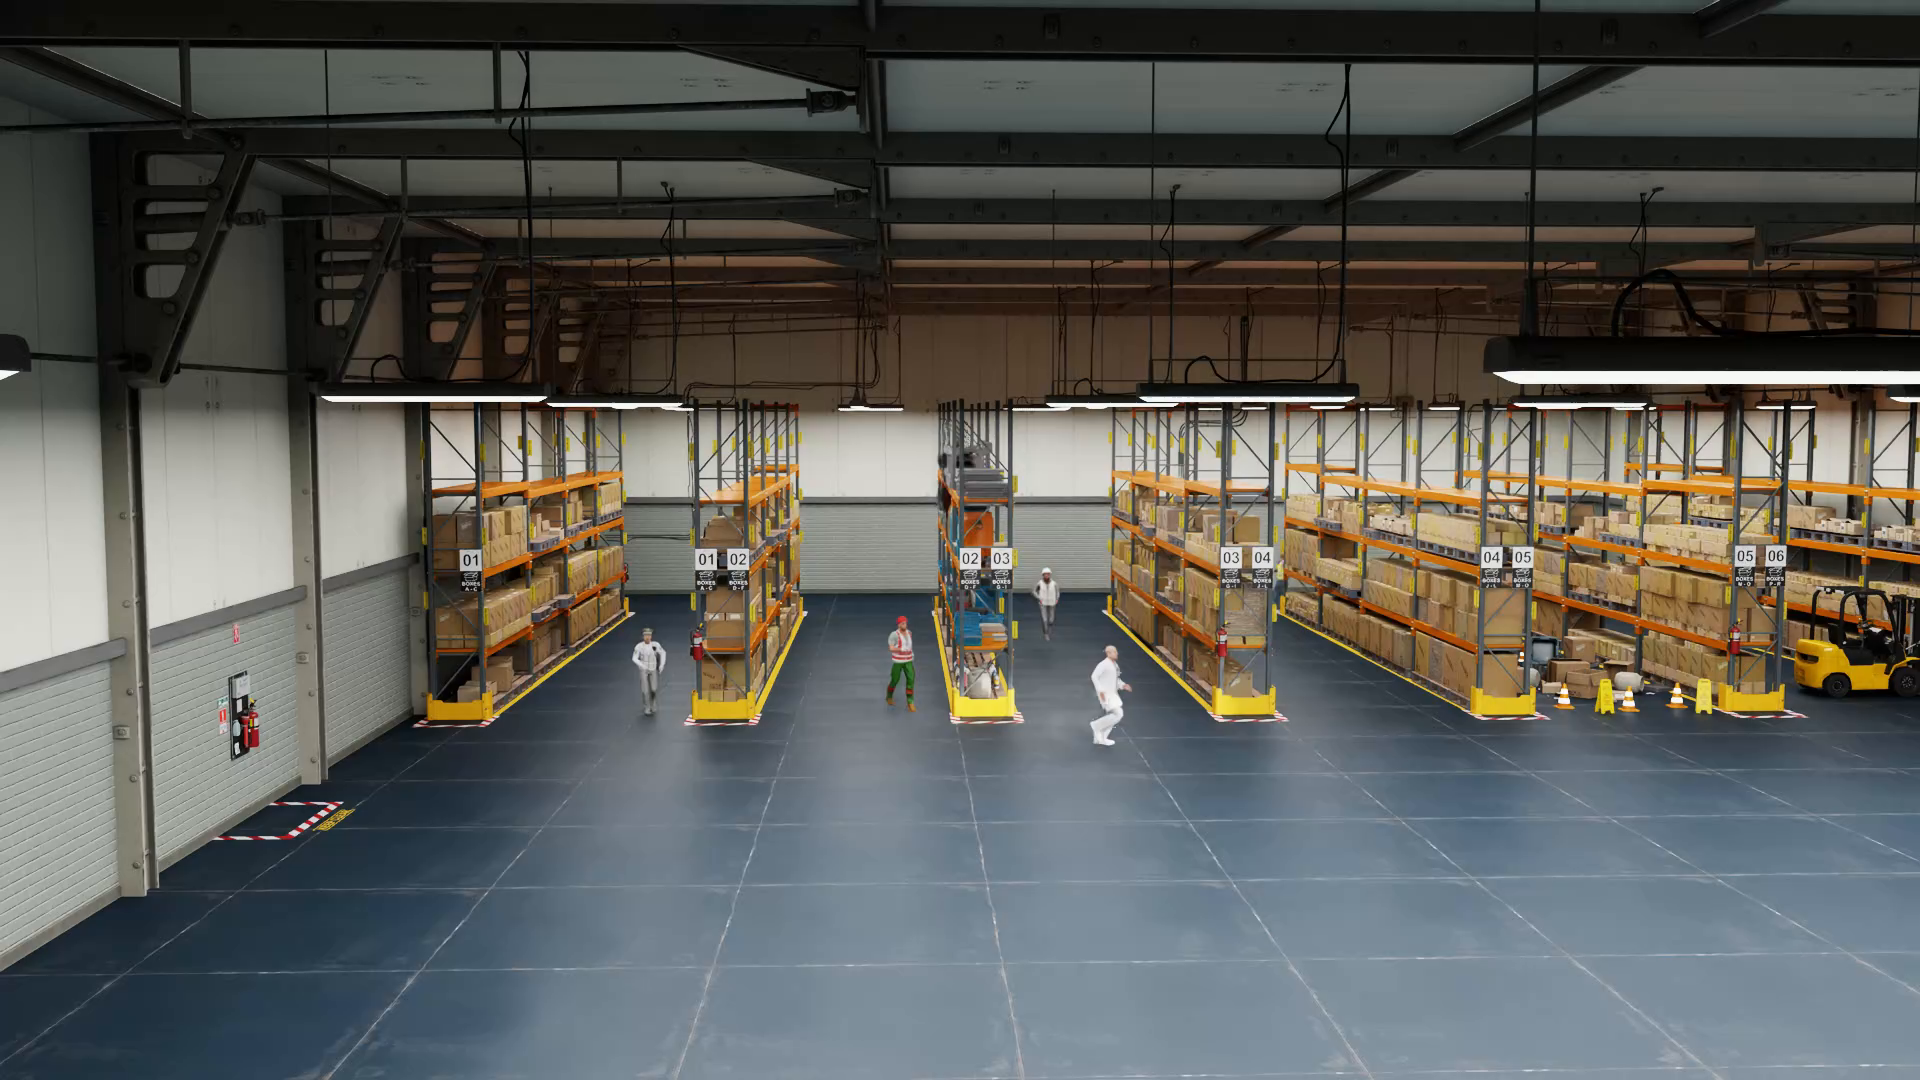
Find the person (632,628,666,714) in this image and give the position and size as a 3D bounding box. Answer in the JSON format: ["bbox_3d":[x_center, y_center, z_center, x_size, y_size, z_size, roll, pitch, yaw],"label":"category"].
[{"bbox_3d":[-5.898,2.489,31.596,0.638,1.654,0.571,-1,4,-14],"label":"person"}]

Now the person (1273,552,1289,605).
[{"bbox_3d":[9.408,1.126,48.845,0.941,1.737,0.758,0,4,6],"label":"person"}]

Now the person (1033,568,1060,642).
[{"bbox_3d":[2.076,1.544,39.940,0.660,1.744,0.599,0,4,-5],"label":"person"}]

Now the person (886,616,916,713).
[{"bbox_3d":[-1.137,2.369,32.109,0.652,1.825,0.904,-3,5,-32],"label":"person"}]

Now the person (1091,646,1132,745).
[{"bbox_3d":[2.612,2.681,28.665,0.665,1.729,0.697,2,5,24],"label":"person"}]
